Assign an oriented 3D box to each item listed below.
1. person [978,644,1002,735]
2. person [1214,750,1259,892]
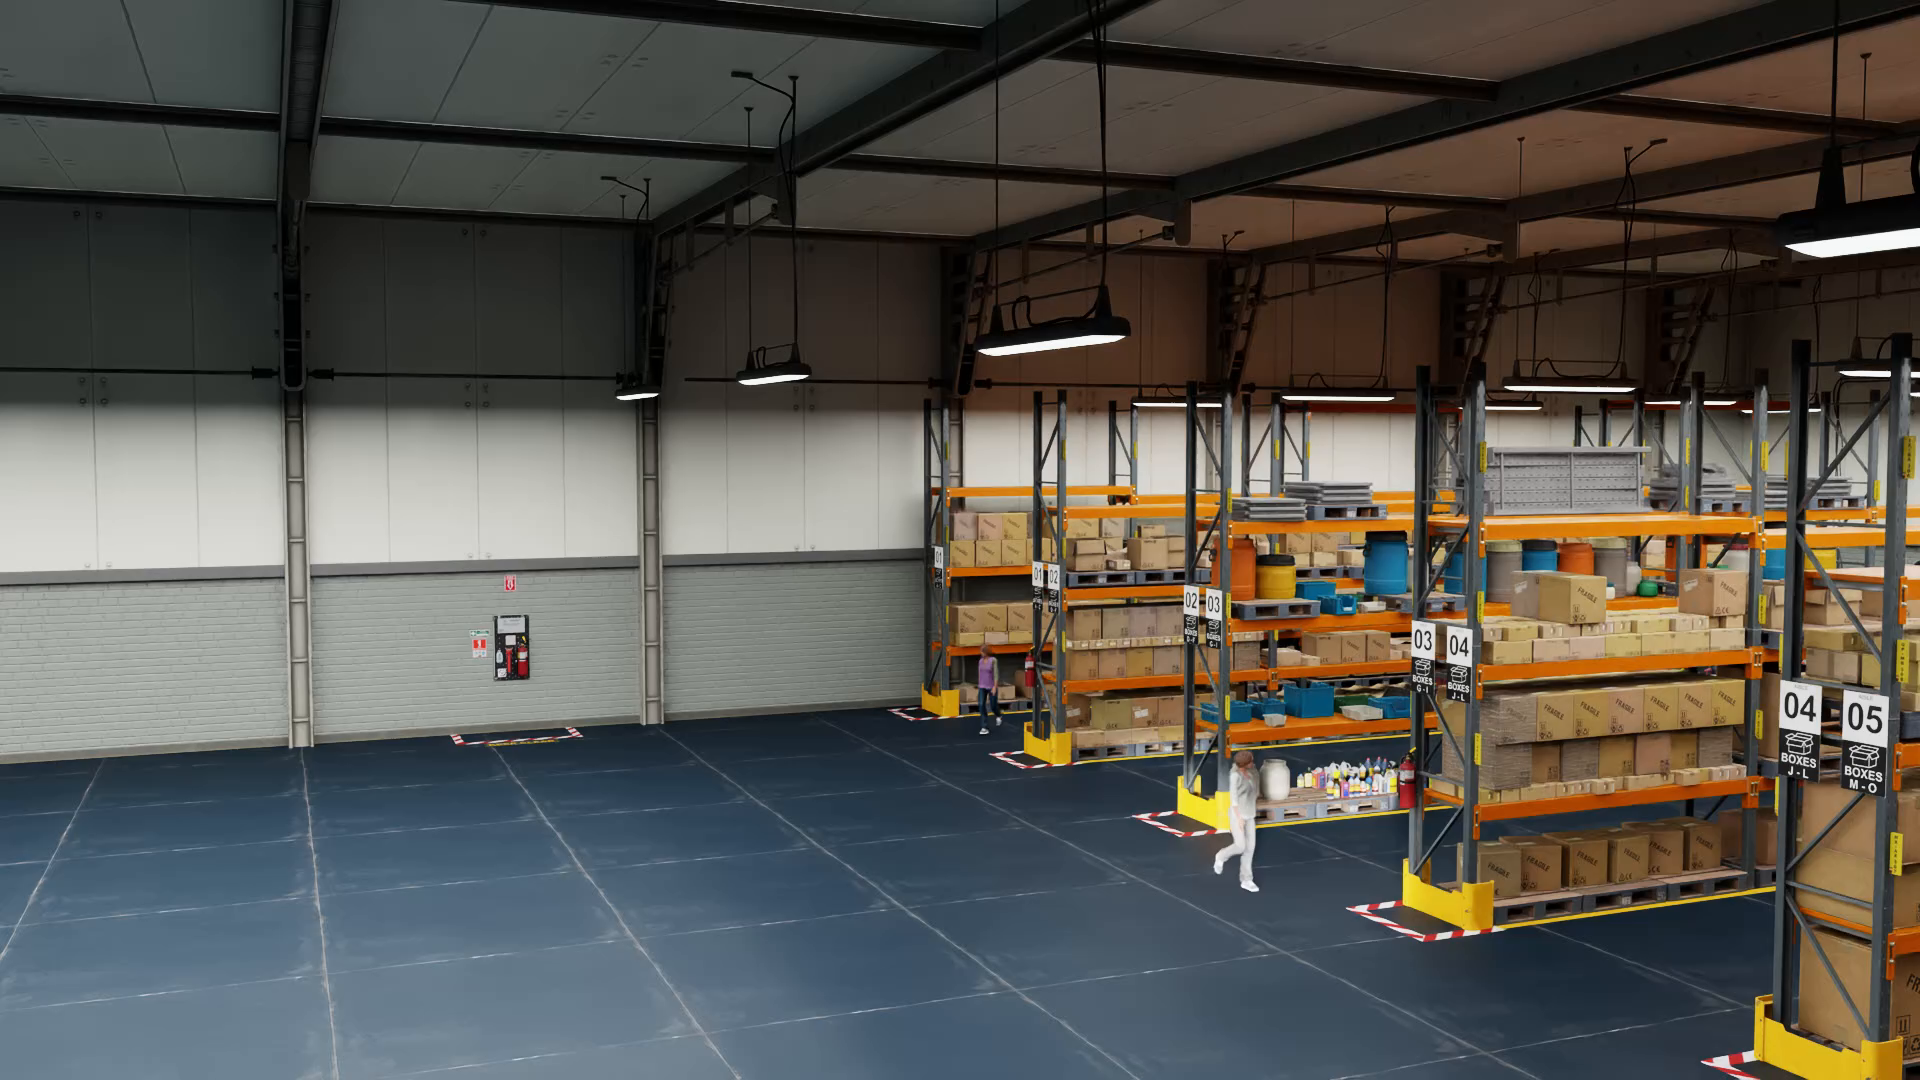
[{"bbox_3d":[0.507,2.638,29.536,0.426,1.562,0.725,2,4,27],"label":"person"},{"bbox_3d":[3.250,3.235,19.255,0.463,1.588,0.585,-3,5,-44],"label":"person"}]
